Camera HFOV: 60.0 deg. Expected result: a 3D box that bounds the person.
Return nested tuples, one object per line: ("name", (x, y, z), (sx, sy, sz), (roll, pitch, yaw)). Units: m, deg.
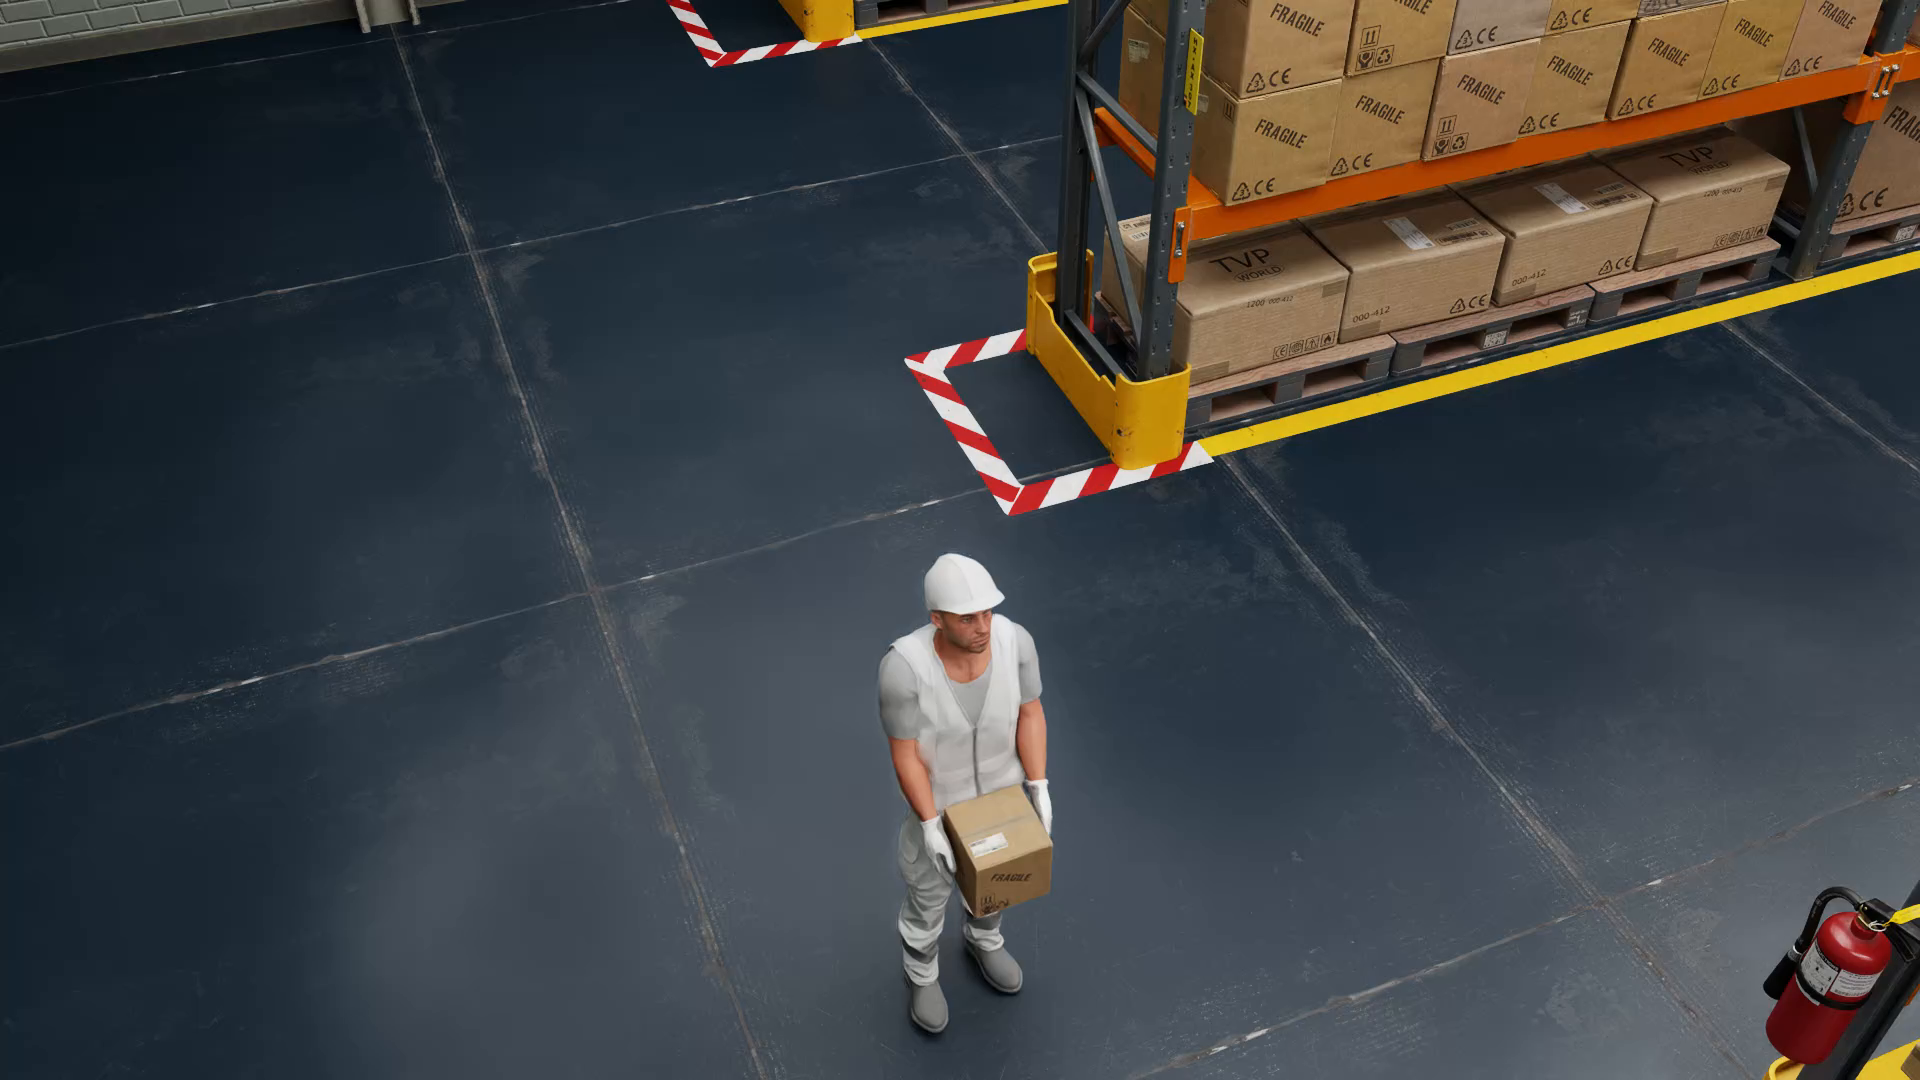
("person", (0.034, 0.814, 5.213), (0.542, 1.794, 0.498), (-17, 44, -18))
